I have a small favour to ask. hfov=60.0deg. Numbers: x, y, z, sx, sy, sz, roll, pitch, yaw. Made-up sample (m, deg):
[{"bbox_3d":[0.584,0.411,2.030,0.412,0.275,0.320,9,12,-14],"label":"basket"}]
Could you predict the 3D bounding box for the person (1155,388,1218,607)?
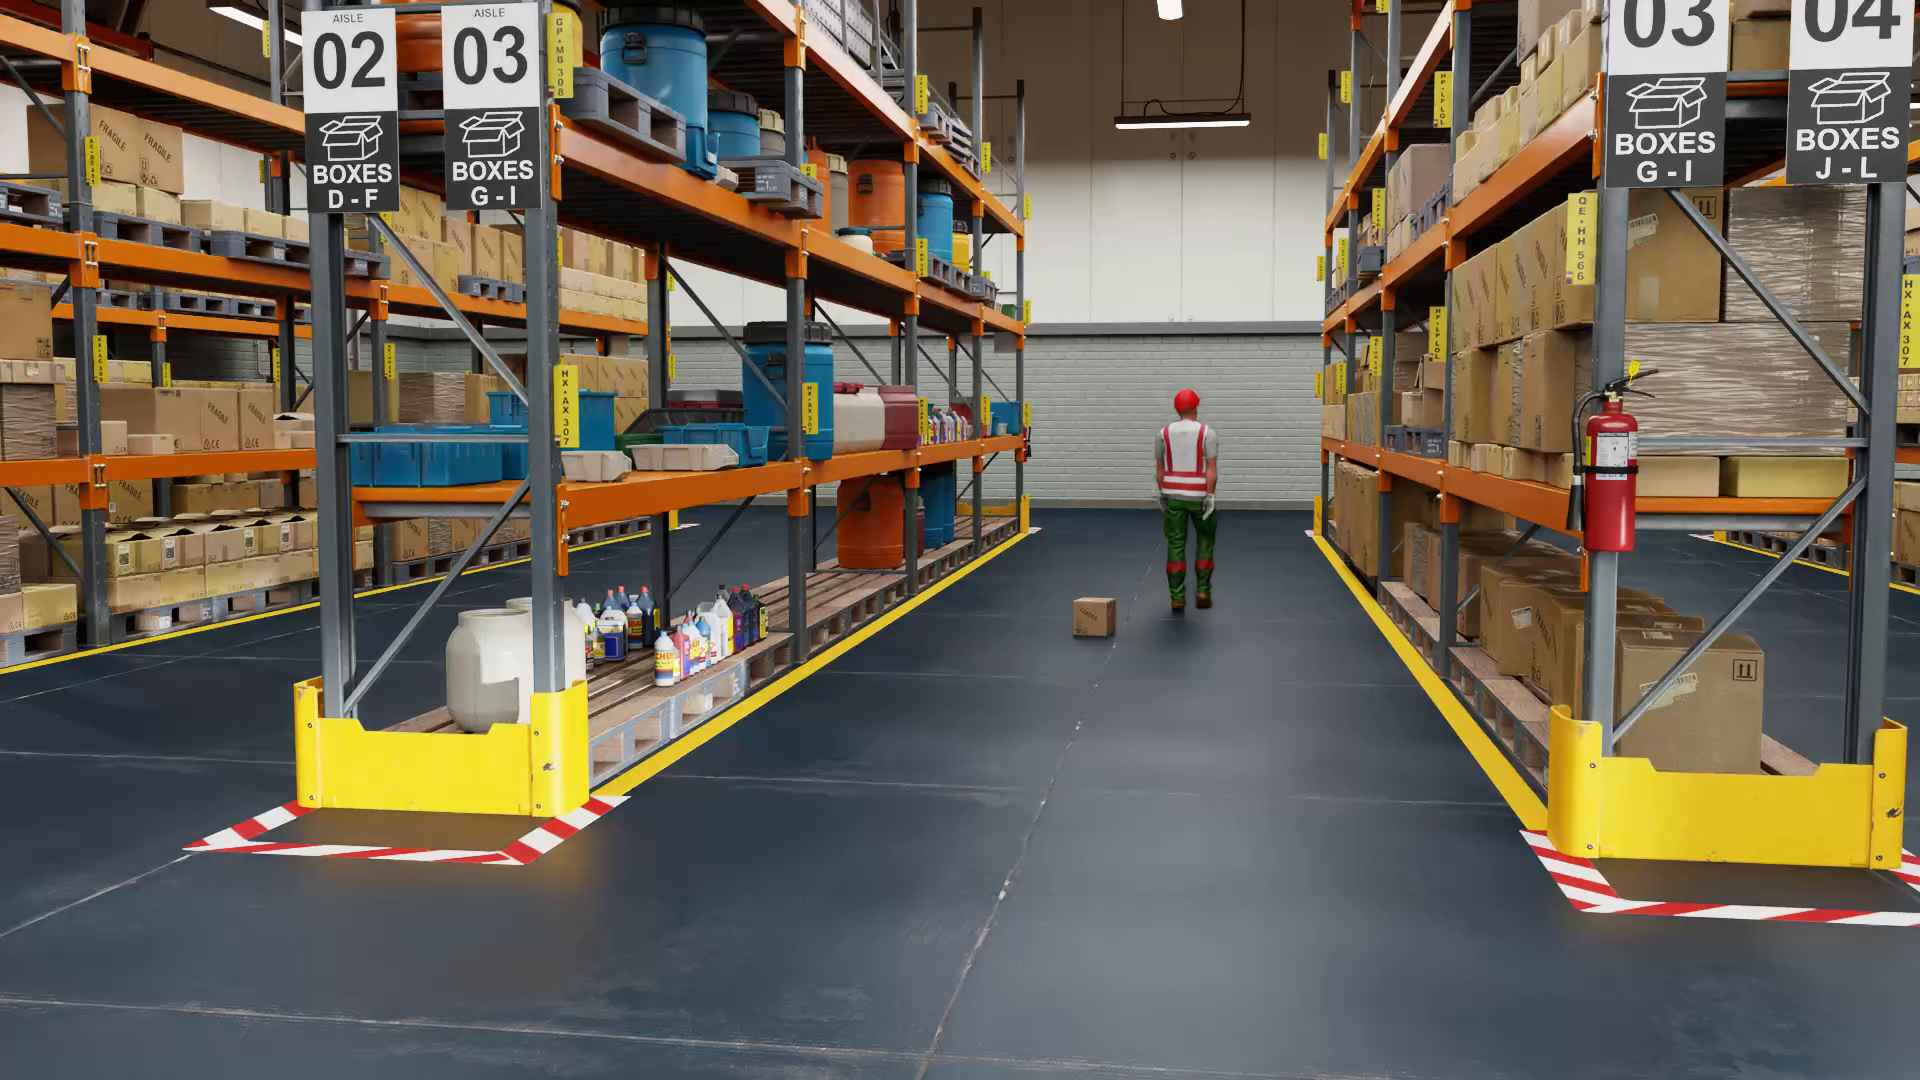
[{"bbox_3d":[1.875,-0.316,13.679,0.529,1.852,0.591,1,5,17],"label":"person"}]
